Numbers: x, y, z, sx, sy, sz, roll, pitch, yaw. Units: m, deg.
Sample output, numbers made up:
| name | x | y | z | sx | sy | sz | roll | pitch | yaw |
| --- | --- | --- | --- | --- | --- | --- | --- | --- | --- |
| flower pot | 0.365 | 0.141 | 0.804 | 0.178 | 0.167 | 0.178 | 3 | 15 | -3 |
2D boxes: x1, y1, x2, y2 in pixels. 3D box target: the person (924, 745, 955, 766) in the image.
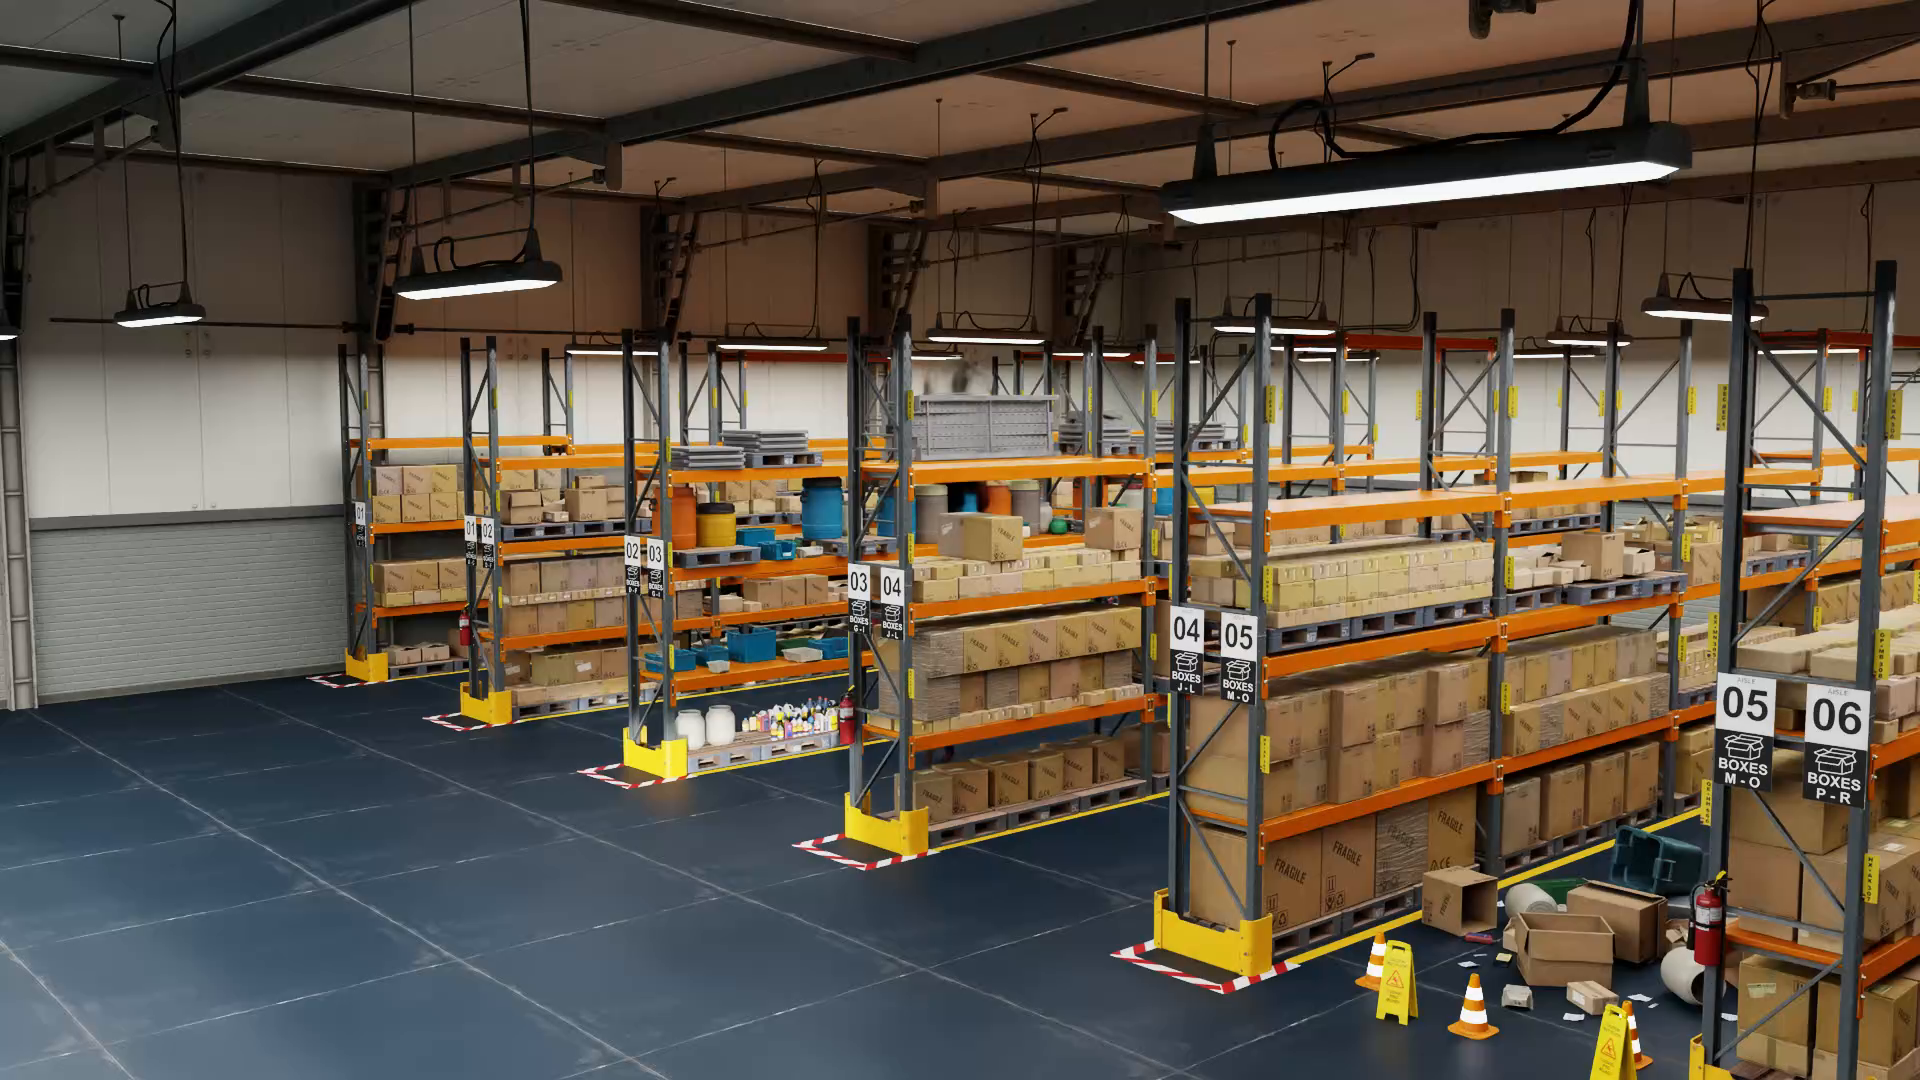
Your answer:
| name | x | y | z | sx | sy | sz | roll | pitch | yaw |
| --- | --- | --- | --- | --- | --- | --- | --- | --- | --- |
| person | -0.319 | 2.312 | 22.902 | 0.593 | 1.597 | 0.877 | 2 | 6 | 25 |
